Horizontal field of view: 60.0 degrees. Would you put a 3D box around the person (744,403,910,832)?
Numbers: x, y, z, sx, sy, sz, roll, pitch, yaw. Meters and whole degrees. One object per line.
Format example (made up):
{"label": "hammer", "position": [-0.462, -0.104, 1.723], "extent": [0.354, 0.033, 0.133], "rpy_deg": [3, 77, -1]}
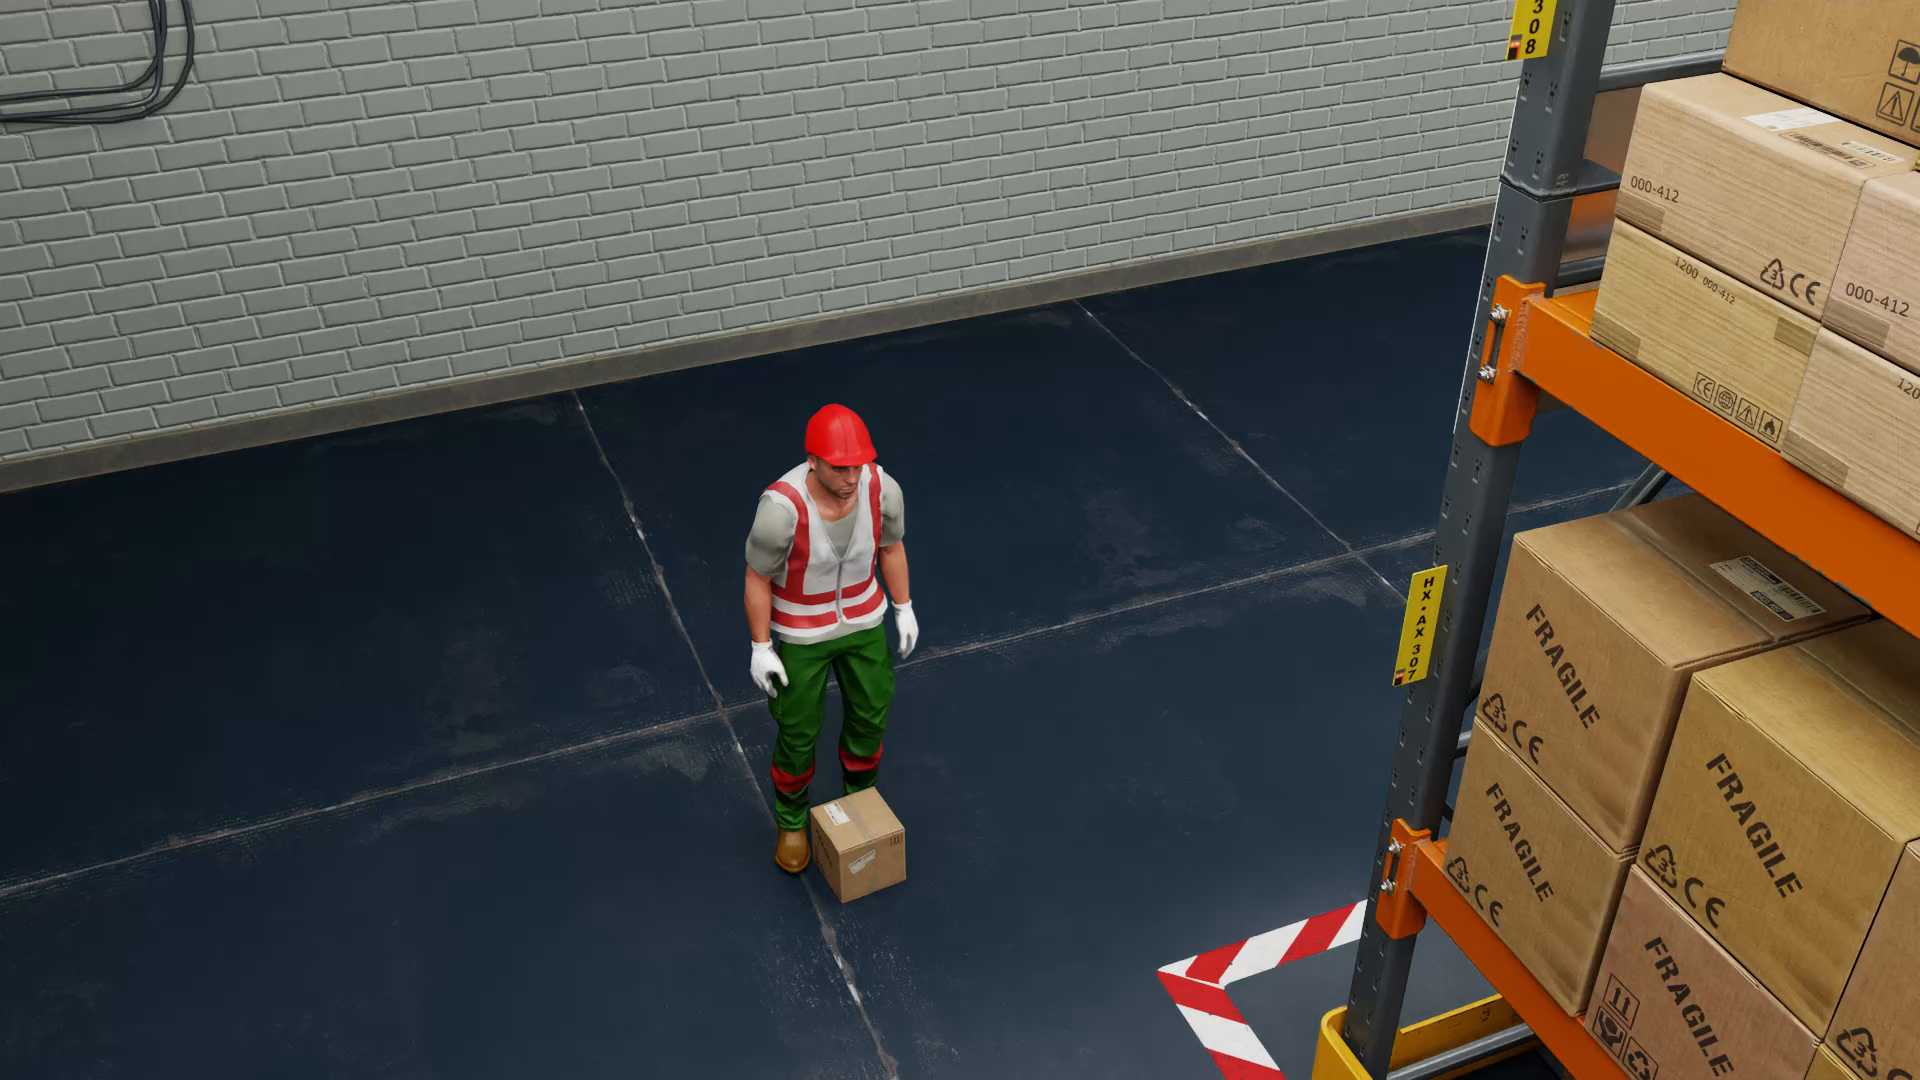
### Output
{"label": "person", "position": [-0.426, 0.293, 5.625], "extent": [0.589, 1.722, 0.447], "rpy_deg": [-15, 36, -22]}
